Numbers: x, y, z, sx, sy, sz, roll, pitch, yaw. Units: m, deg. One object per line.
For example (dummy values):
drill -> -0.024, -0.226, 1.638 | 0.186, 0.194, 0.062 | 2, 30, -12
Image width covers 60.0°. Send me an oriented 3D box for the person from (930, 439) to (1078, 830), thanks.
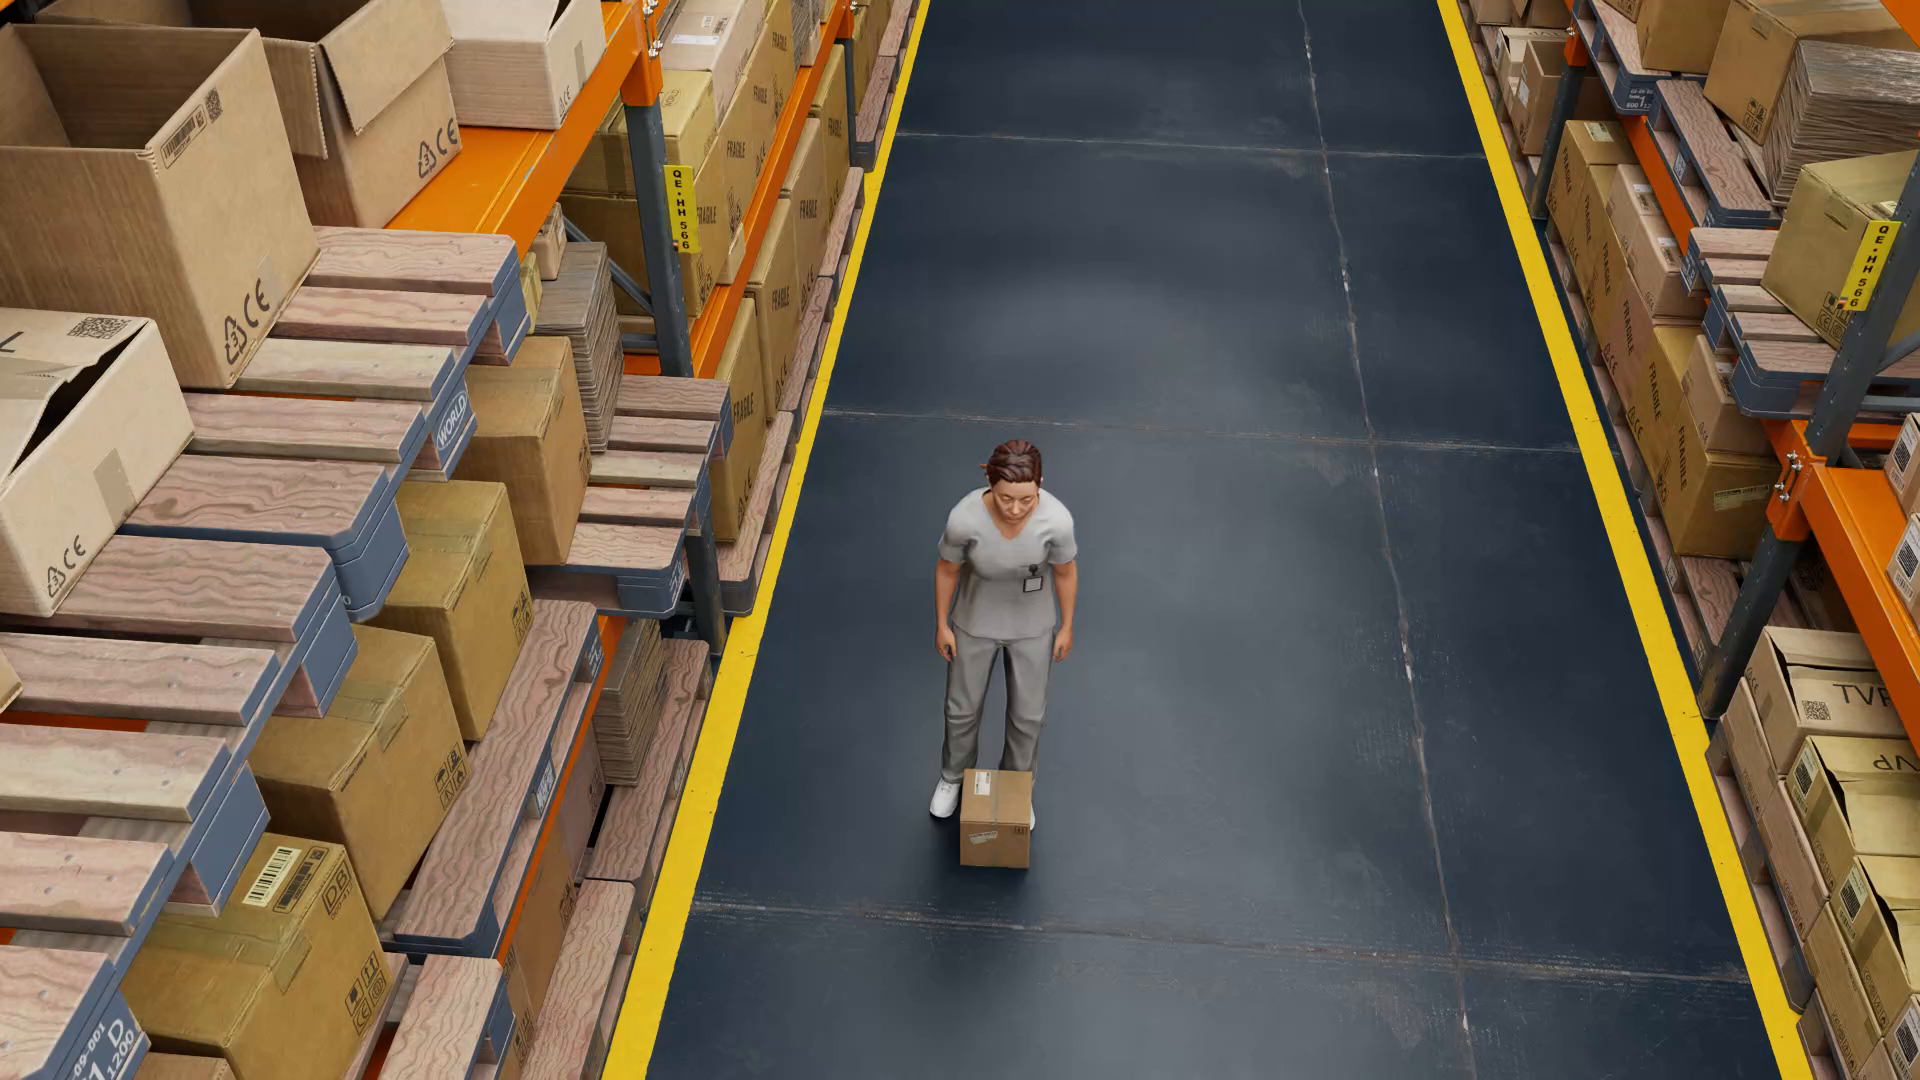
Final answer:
person -> 0.145, 0.328, 5.770 | 0.512, 1.671, 0.417 | 1, 40, 1
